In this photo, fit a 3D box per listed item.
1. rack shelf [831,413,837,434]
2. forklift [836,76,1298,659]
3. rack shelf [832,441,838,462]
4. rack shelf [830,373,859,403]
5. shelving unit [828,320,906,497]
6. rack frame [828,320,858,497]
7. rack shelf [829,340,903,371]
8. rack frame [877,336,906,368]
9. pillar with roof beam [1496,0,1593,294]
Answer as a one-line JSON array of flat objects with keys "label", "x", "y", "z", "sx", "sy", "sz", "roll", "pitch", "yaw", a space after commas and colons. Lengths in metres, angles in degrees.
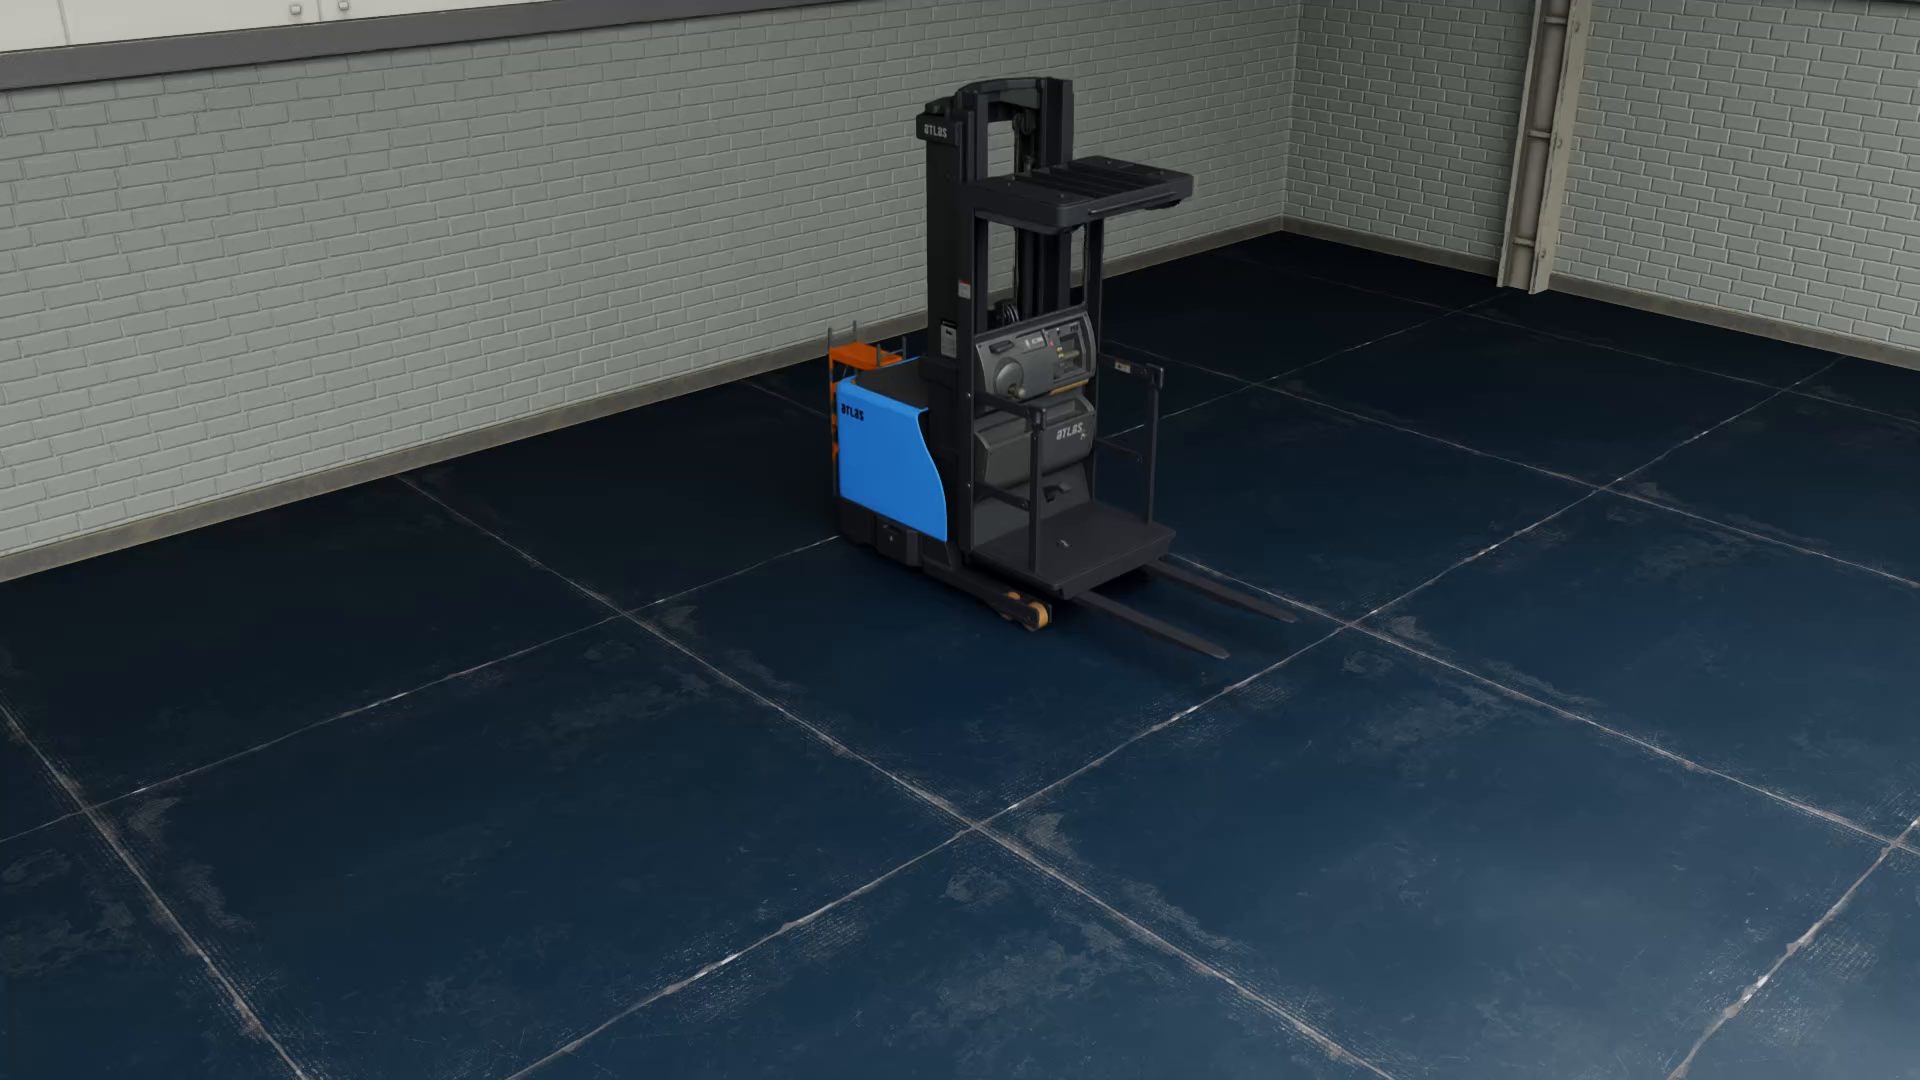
[{"label": "rack shelf", "x": -0.608, "y": -0.746, "z": 11.101, "sx": 0.258, "sy": 0.148, "sz": 0.480, "roll": -22, "pitch": 32, "yaw": -39}, {"label": "forklift", "x": 0.594, "y": -1.049, "z": 9.519, "sx": 1.130, "sy": 2.935, "sz": 3.031, "roll": -22, "pitch": 32, "yaw": -39}, {"label": "rack shelf", "x": -0.608, "y": -0.565, "z": 11.183, "sx": 0.258, "sy": 0.148, "sz": 0.480, "roll": -22, "pitch": 32, "yaw": -39}, {"label": "rack shelf", "x": -0.608, "y": -0.949, "z": 11.008, "sx": 0.258, "sy": 0.148, "sz": 0.480, "roll": -22, "pitch": 32, "yaw": -39}, {"label": "shelving unit", "x": -0.608, "y": -0.807, "z": 11.073, "sx": 0.258, "sy": 1.200, "sz": 0.503, "roll": -22, "pitch": 32, "yaw": -39}, {"label": "rack frame", "x": -0.777, "y": -0.880, "z": 11.233, "sx": 0.240, "sy": 1.200, "sz": 0.015, "roll": -22, "pitch": 32, "yaw": -39}, {"label": "rack shelf", "x": -0.608, "y": -1.164, "z": 10.910, "sx": 0.258, "sy": 0.148, "sz": 0.480, "roll": -22, "pitch": 32, "yaw": -39}, {"label": "rack frame", "x": -0.440, "y": -0.734, "z": 10.913, "sx": 0.240, "sy": 1.200, "sz": 0.015, "roll": -22, "pitch": 32, "yaw": -39}, {"label": "pillar with roof beam", "x": 2.313, "y": -5.325, "z": 11.580, "sx": 9.100, "sy": 9.000, "sz": 0.400, "roll": -21, "pitch": 32, "yaw": -38}]
